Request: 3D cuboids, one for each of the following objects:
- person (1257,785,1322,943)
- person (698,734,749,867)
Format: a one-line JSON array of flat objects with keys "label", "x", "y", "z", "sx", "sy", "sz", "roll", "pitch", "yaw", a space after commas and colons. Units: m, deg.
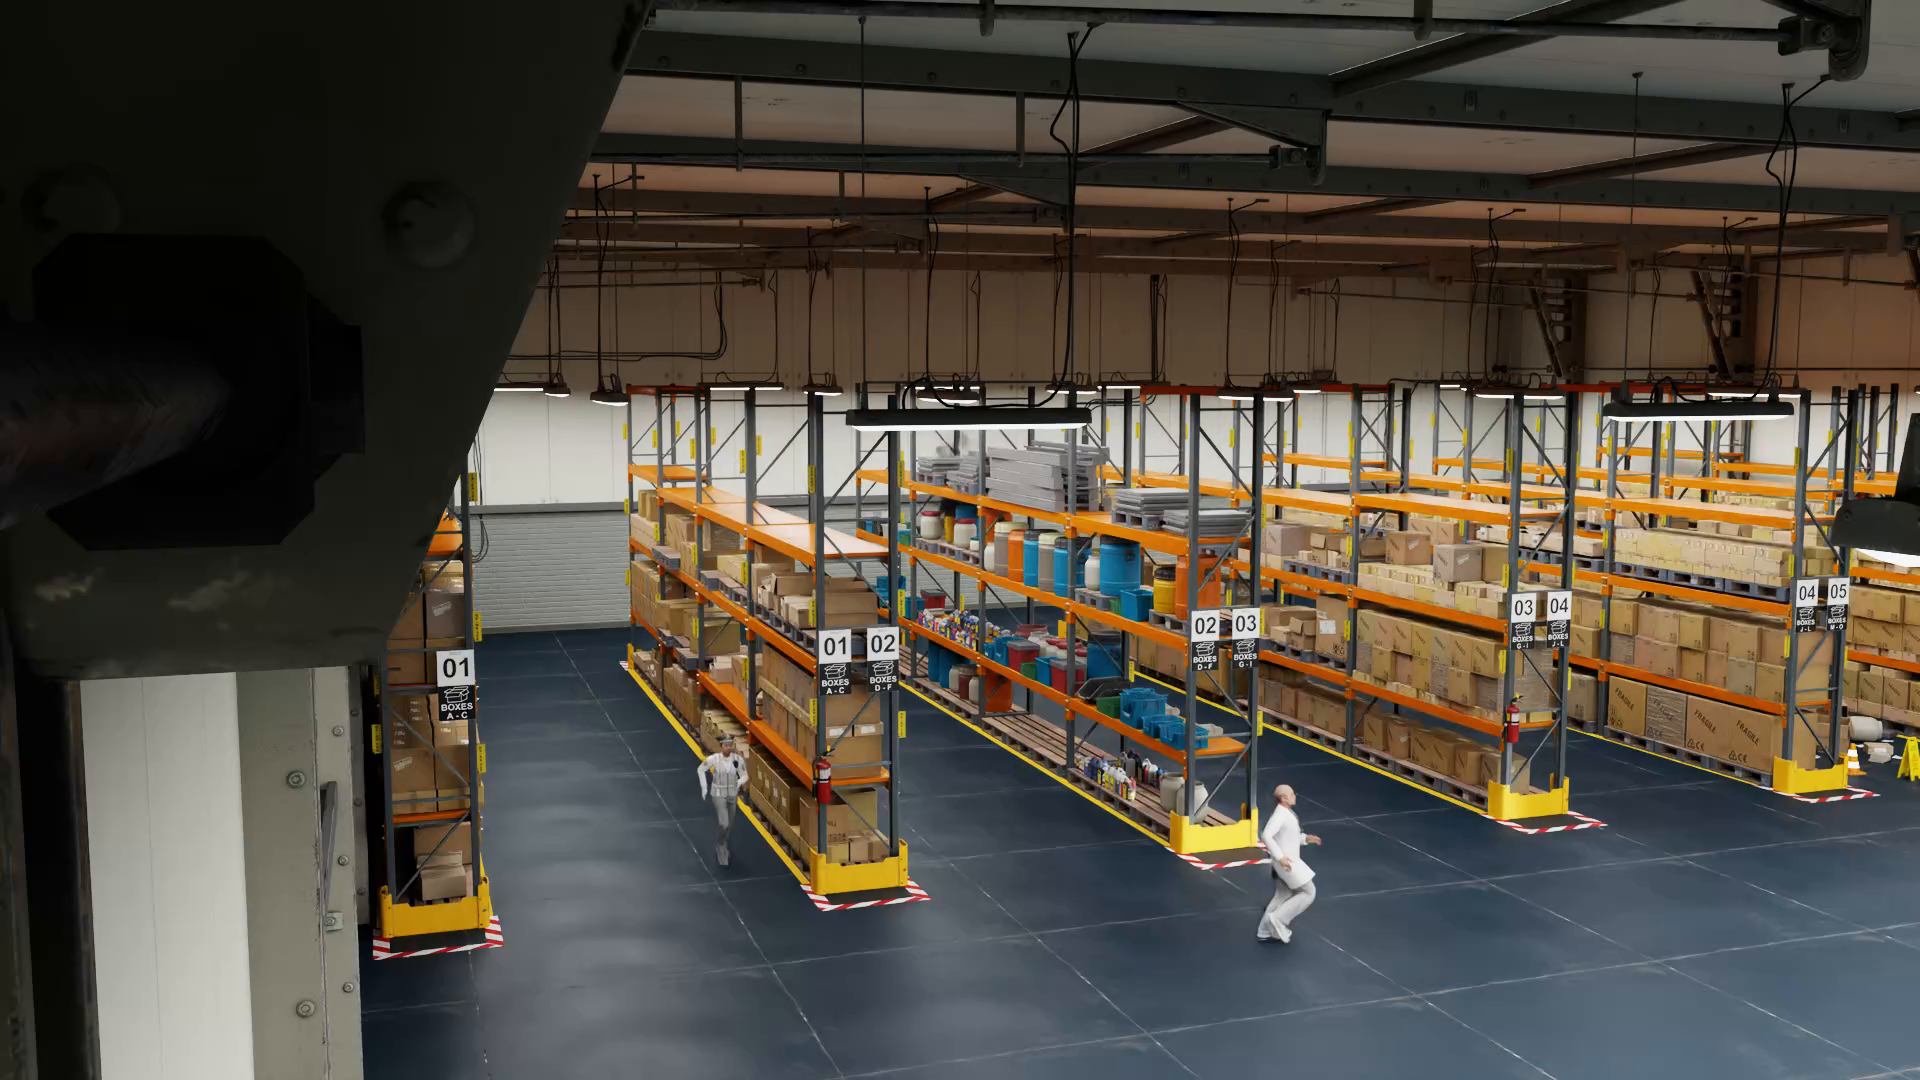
[{"label": "person", "x": 3.643, "y": 3.558, "z": 18.331, "sx": 0.692, "sy": 1.740, "sz": 0.691, "roll": 1, "pitch": 6, "yaw": 6}, {"label": "person", "x": -2.998, "y": 3.306, "z": 21.257, "sx": 0.572, "sy": 1.709, "sz": 0.783, "roll": -3, "pitch": 7, "yaw": -28}]
